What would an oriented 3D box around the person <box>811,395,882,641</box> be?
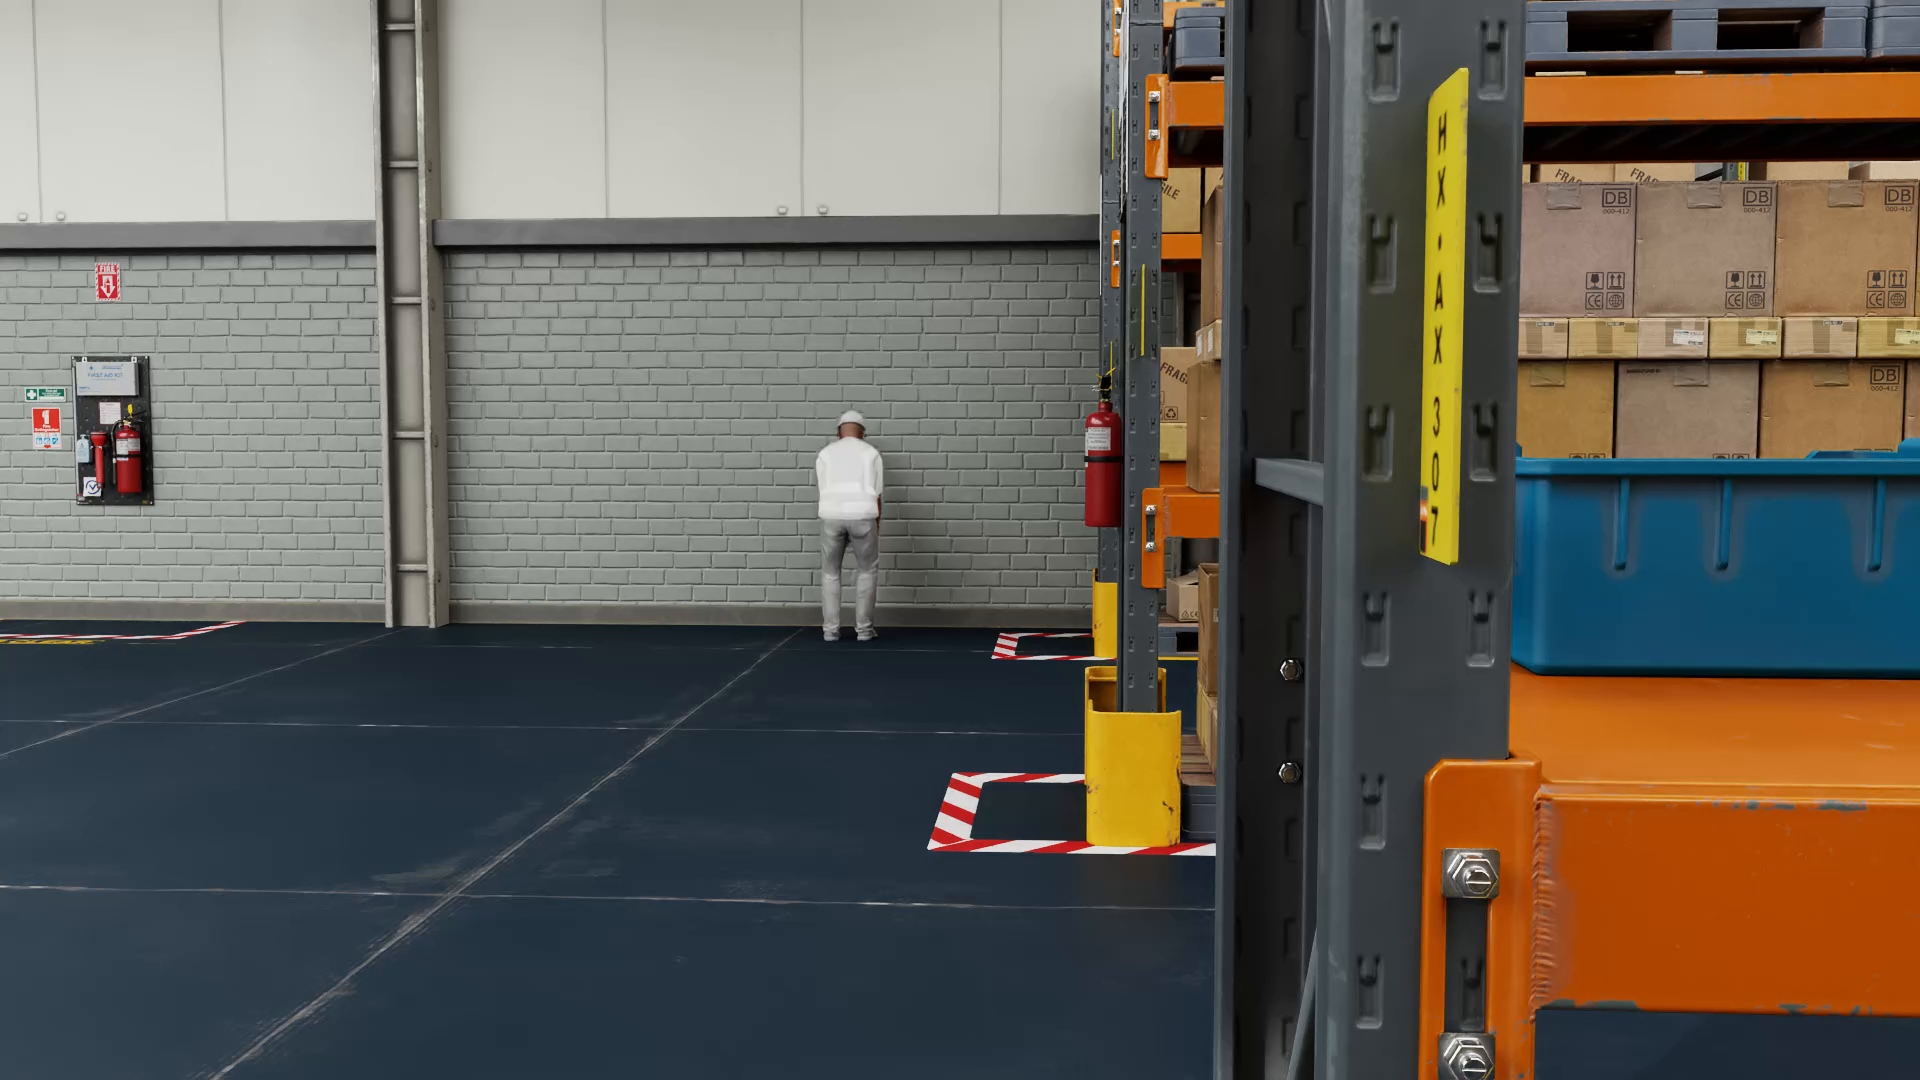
[{"bbox_3d":[-0.806,-0.165,12.036,0.505,1.763,0.569,0,4,3],"label":"person"}]
